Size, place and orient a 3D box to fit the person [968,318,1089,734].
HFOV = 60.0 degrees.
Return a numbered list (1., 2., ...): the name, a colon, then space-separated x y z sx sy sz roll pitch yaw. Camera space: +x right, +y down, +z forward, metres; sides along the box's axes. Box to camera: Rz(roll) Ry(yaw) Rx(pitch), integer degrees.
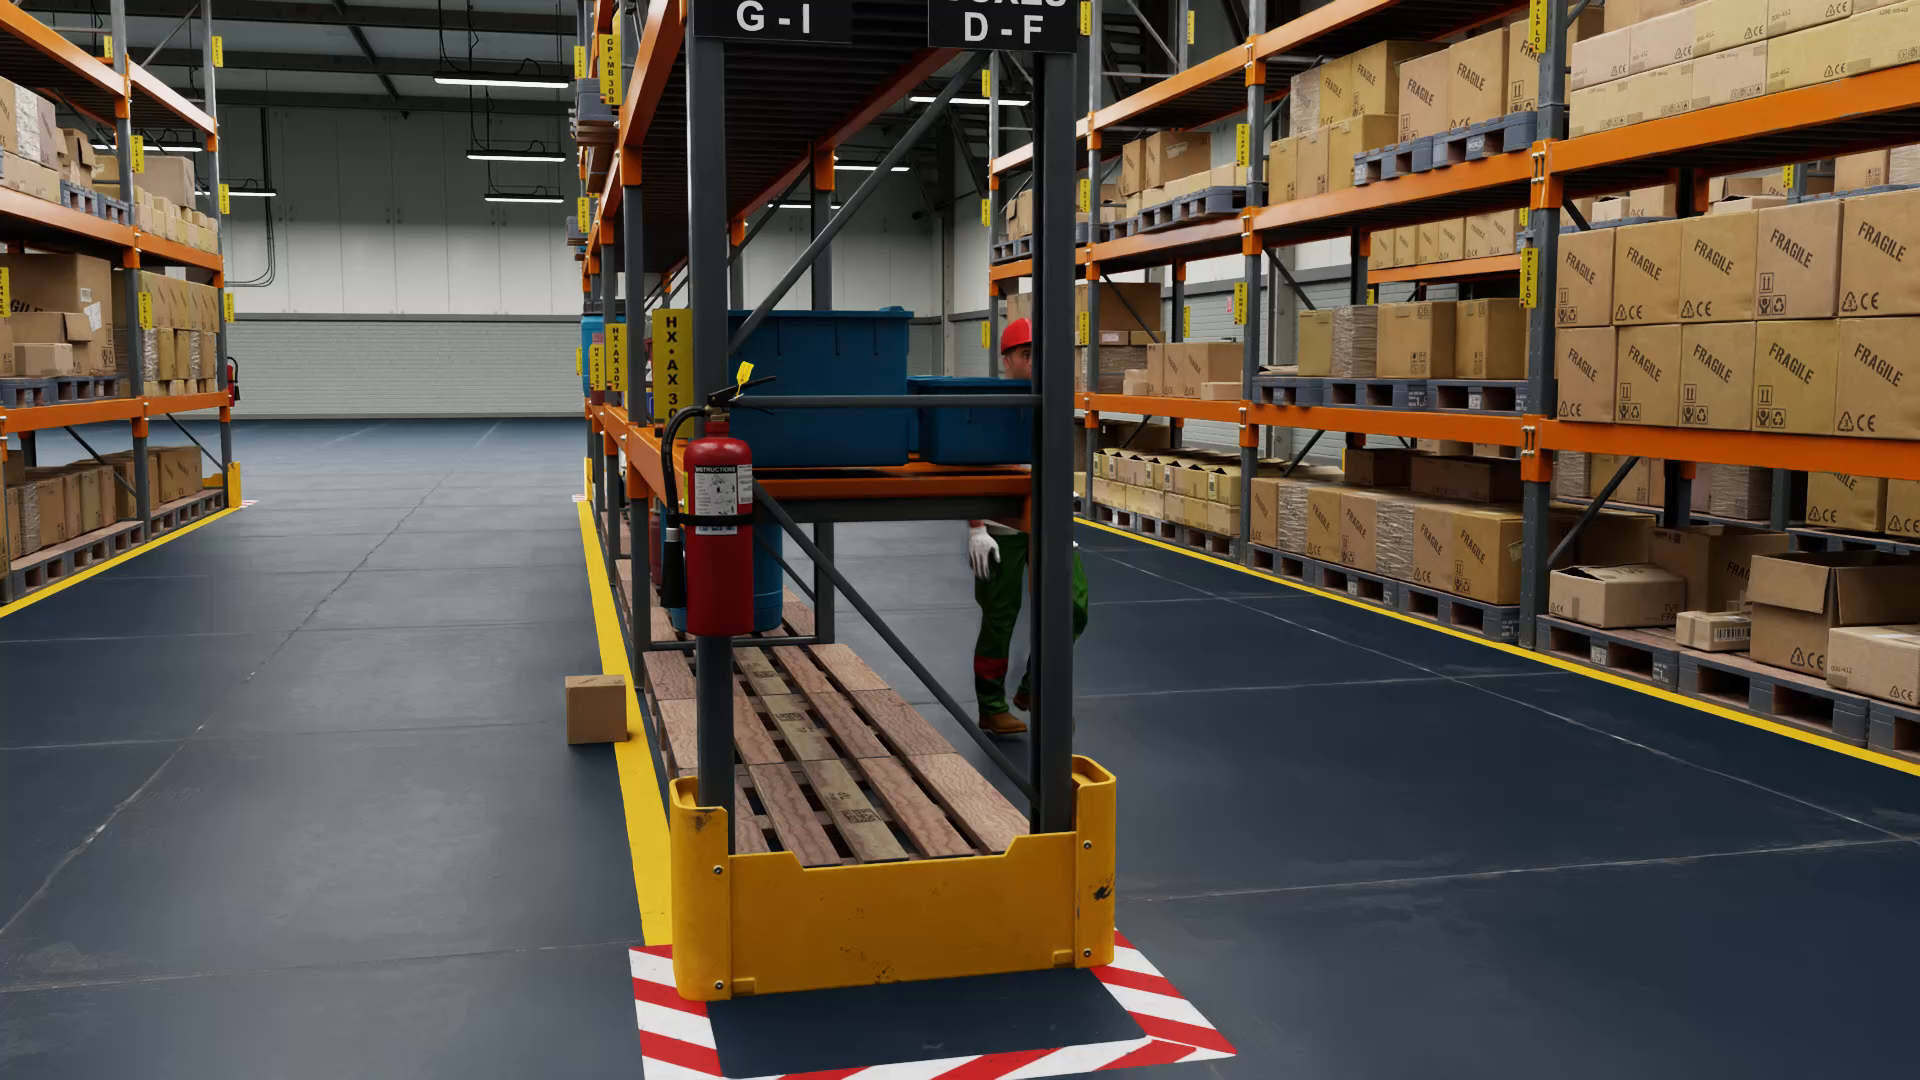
1. person: 0.248 -0.044 7.003 0.579 1.766 0.518 -4 7 -34
